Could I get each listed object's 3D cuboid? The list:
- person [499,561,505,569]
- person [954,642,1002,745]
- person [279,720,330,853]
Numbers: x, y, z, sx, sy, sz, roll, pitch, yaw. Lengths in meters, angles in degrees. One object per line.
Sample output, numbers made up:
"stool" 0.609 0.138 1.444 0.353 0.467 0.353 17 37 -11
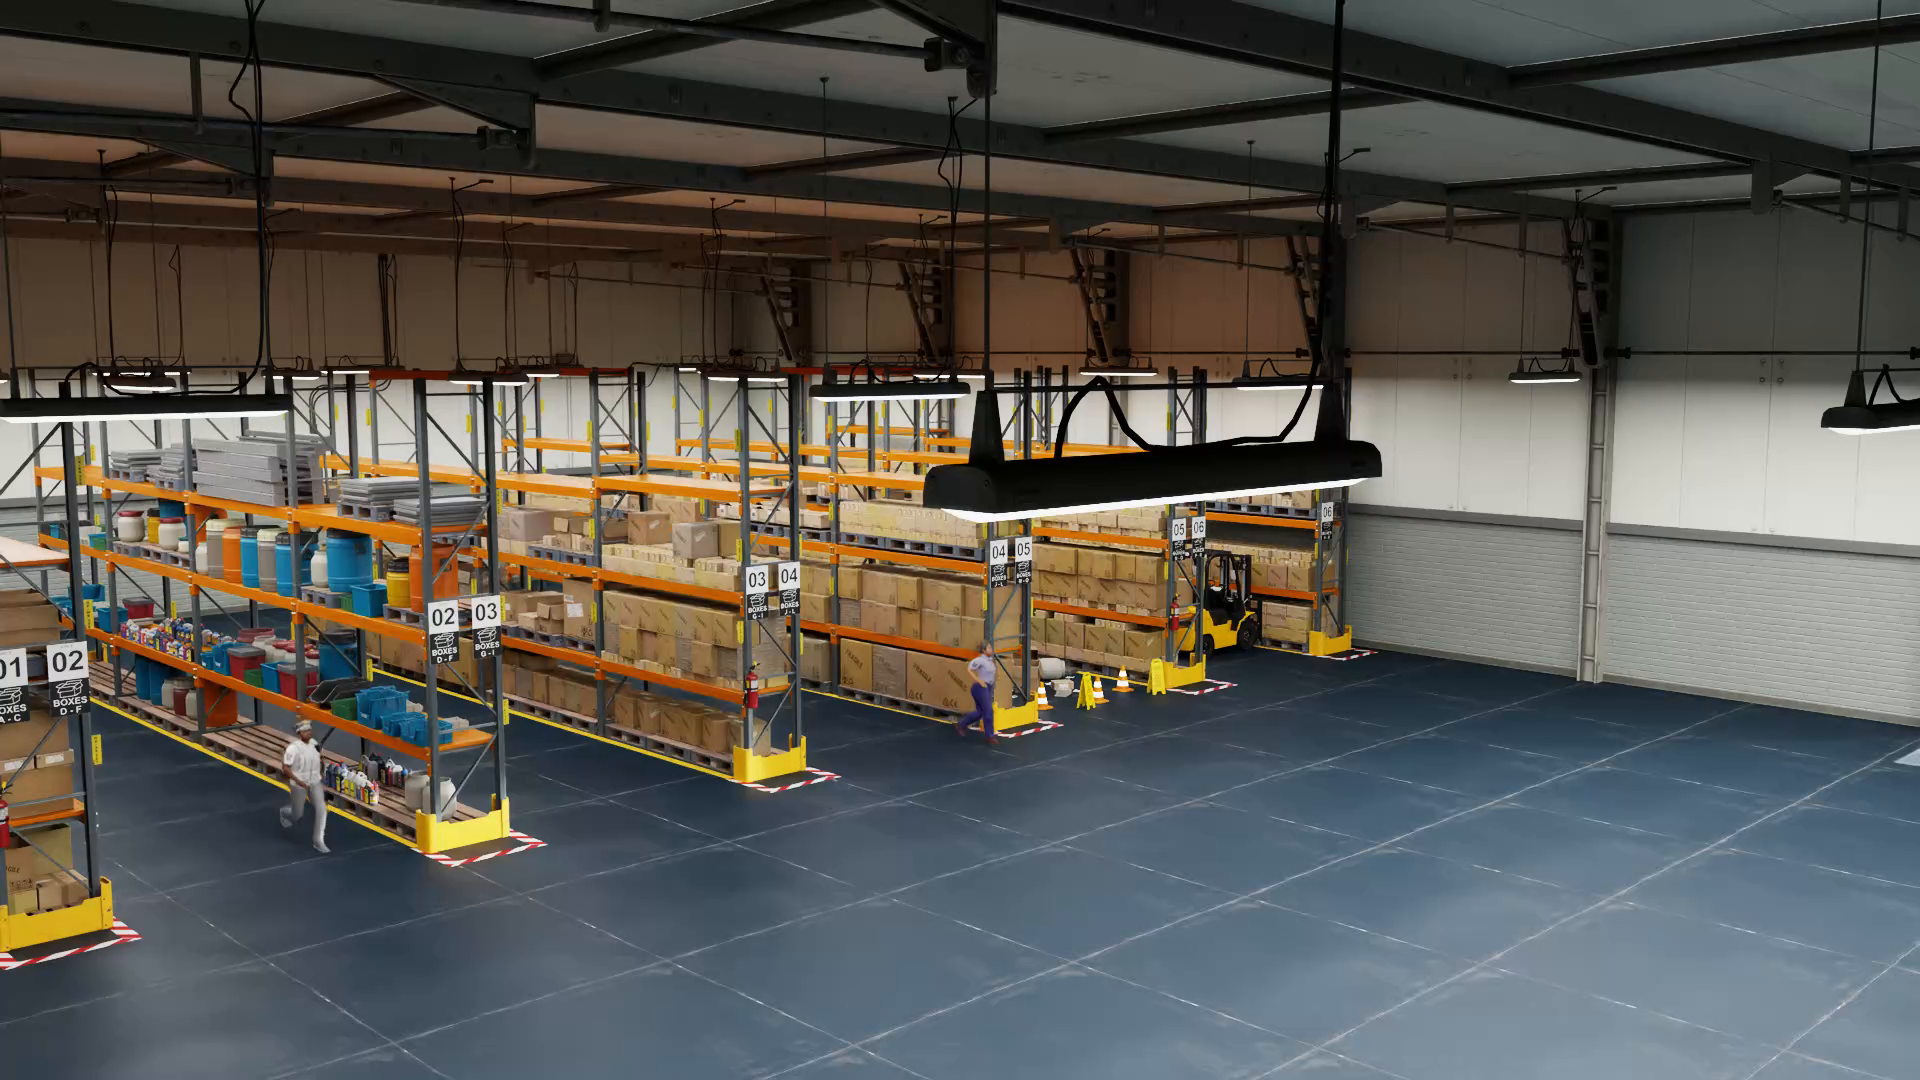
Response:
"person" -11.318 0.898 40.580 0.632 1.784 0.720 -2 7 -15
"person" 0.348 2.485 27.158 0.852 1.650 0.633 2 7 20
"person" -8.407 3.126 21.319 0.960 1.692 0.557 6 9 42
